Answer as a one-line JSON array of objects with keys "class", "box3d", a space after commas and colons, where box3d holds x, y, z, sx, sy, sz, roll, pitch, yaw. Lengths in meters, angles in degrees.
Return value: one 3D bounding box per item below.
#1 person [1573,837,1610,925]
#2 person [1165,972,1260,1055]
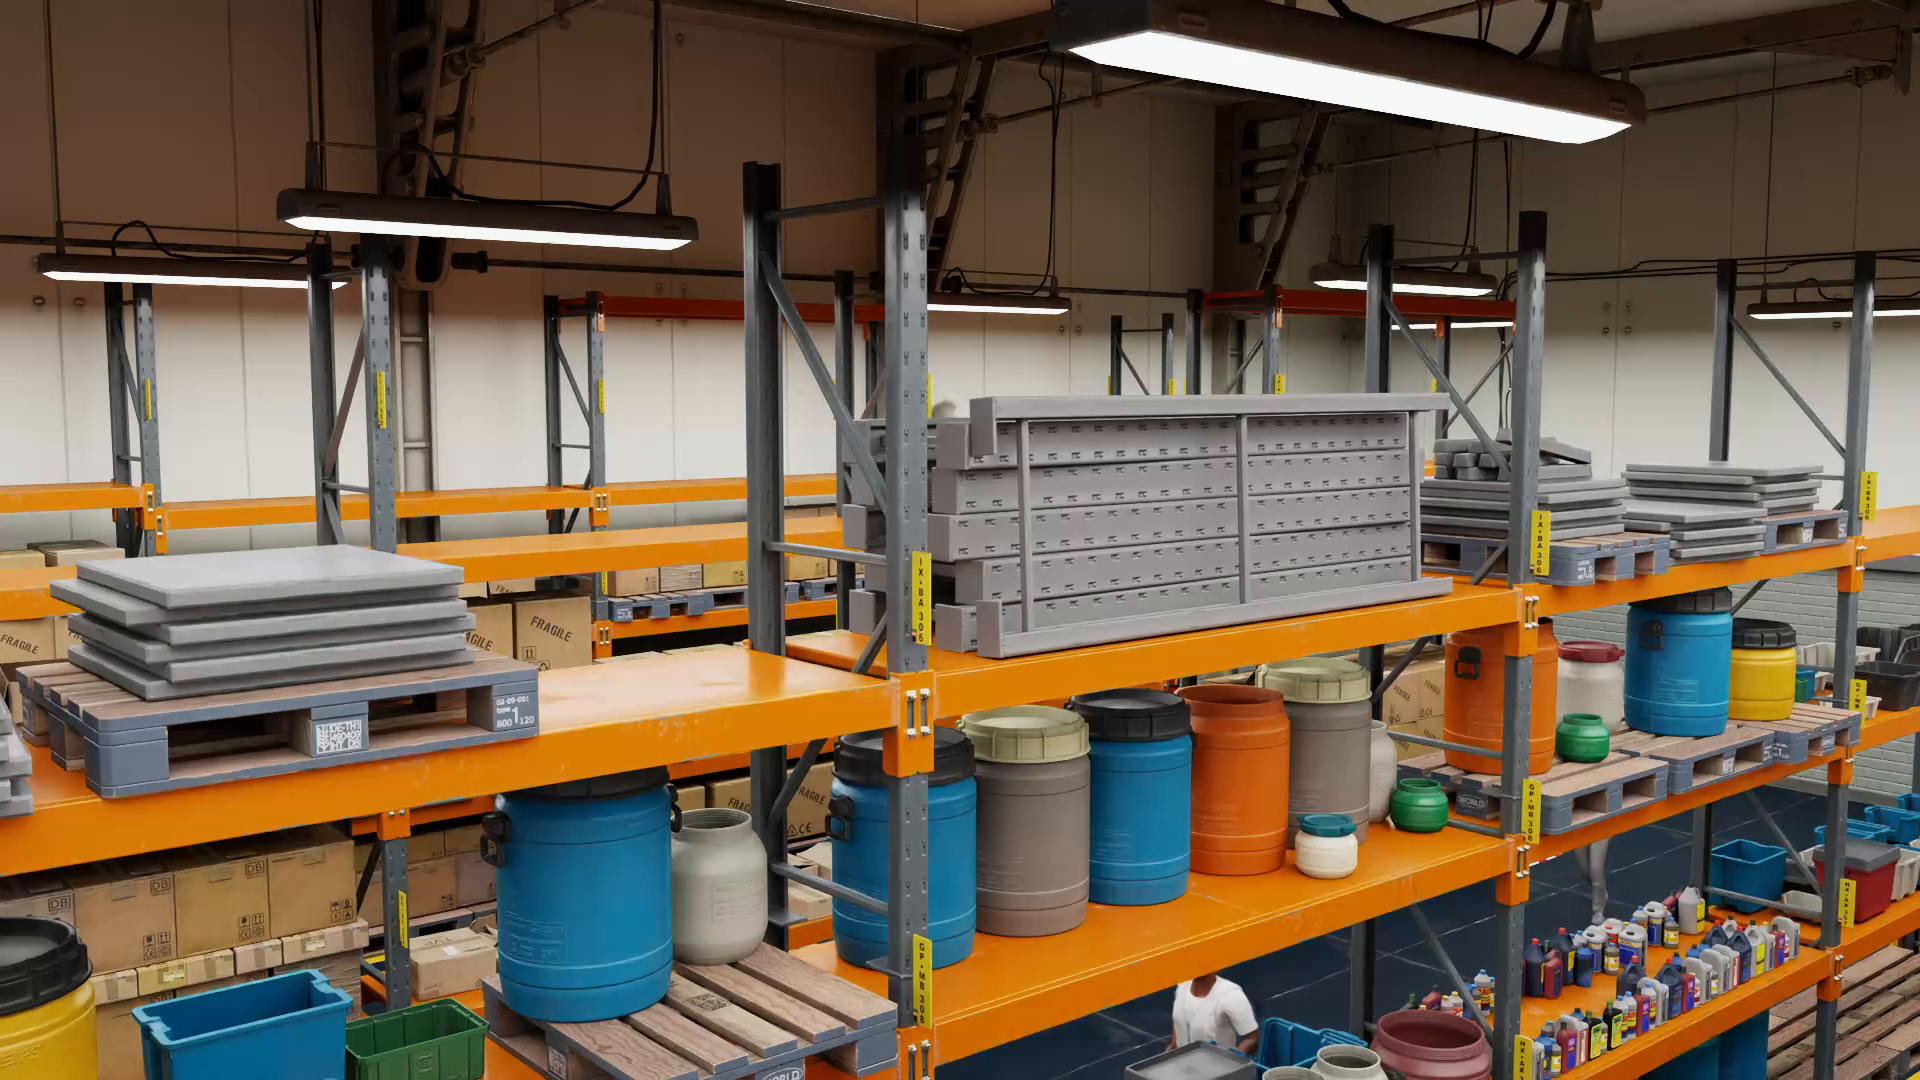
[{"class": "person", "box3d": [6.080, 2.811, 16.145, 0.618, 1.681, 0.753, 3, 6, 26]}, {"class": "person", "box3d": [1.566, 3.313, 10.413, 0.632, 1.734, 0.679, -5, 7, -42]}]
